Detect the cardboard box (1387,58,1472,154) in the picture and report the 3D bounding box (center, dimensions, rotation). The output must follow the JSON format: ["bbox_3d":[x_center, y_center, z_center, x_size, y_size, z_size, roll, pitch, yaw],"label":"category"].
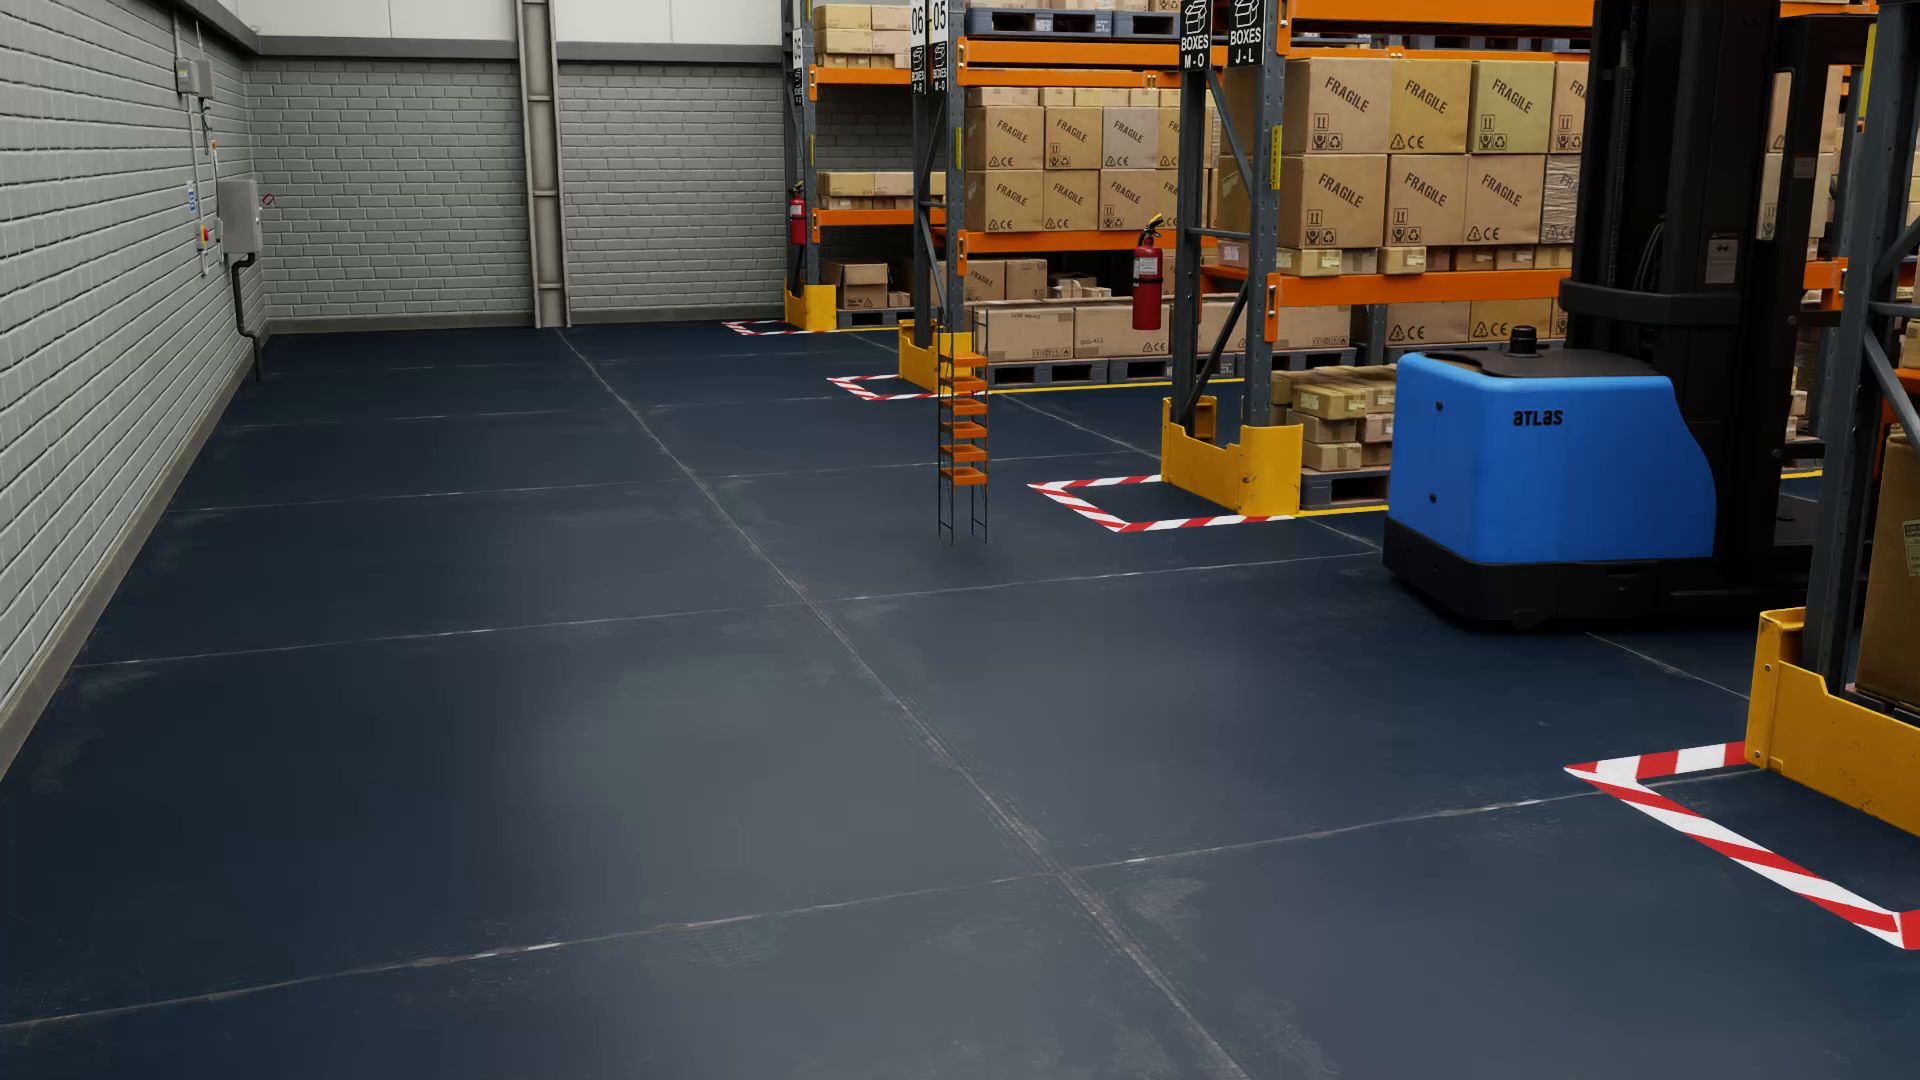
[{"bbox_3d":[2.477,-2.408,9.265,0.500,0.500,0.500,-4,14,-16],"label":"cardboard box"}]

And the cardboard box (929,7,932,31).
[{"bbox_3d":[-0.311,-5.707,18.271,0.500,0.250,0.500,-5,14,-19],"label":"cardboard box"}]

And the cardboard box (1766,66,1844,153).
[{"bbox_3d":[4.922,-2.596,10.054,0.500,0.500,0.500,-5,14,-20],"label":"cardboard box"}]

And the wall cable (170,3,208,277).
[{"bbox_3d":[-5.521,-2.881,12.010,0.123,1.953,0.585,-4,14,-18],"label":"wall cable"}]

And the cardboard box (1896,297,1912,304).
[{"bbox_3d":[6.398,-1.508,11.376,0.500,0.250,0.500,-4,14,-15],"label":"cardboard box"}]

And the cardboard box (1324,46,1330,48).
[{"bbox_3d":[4.324,-5.884,19.877,0.250,0.149,0.380,-4,14,-16],"label":"cardboard box"}]

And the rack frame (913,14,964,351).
[{"bbox_3d":[-0.184,-2.793,13.903,0.127,3.000,1.000,-4,14,-18],"label":"rack frame"}]

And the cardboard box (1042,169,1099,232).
[{"bbox_3d":[0.833,-2.858,13.958,0.500,0.500,0.500,-5,14,-19],"label":"cardboard box"}]

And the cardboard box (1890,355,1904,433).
[{"bbox_3d":[6.066,-0.995,10.836,0.500,0.500,0.500,-4,14,-16],"label":"cardboard box"}]

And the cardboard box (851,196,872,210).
[{"bbox_3d":[-1.146,-3.752,18.478,0.250,0.149,0.380,-4,14,-17],"label":"cardboard box"}]

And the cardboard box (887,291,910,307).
[{"bbox_3d":[-0.746,-2.746,18.958,0.250,0.149,0.380,-5,14,-20],"label":"cardboard box"}]

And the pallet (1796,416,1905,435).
[{"bbox_3d":[6.019,-0.711,11.176,1.213,0.211,1.003,-4,14,-18],"label":"pallet"}]

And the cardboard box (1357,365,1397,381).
[{"bbox_3d":[2.638,-0.974,10.225,0.250,0.149,0.380,-5,14,-20],"label":"cardboard box"}]

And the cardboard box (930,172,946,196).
[{"bbox_3d":[-0.298,-4.003,18.670,0.500,0.250,0.500,-5,14,-19],"label":"cardboard box"}]

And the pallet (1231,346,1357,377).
[{"bbox_3d":[2.861,-1.693,15.303,1.213,0.211,1.003,-4,14,-18],"label":"pallet"}]

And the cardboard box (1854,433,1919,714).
[{"bbox_3d":[3.557,0.145,5.235,0.875,0.875,0.875,-4,14,-18],"label":"cardboard box"}]

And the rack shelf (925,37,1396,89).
[{"bbox_3d":[1.711,-4.050,14.259,4.000,0.370,1.077,-4,14,-18],"label":"rack shelf"}]

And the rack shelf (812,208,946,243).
[{"bbox_3d":[0.125,-3.679,19.182,4.000,0.370,1.077,-4,14,-18],"label":"rack shelf"}]

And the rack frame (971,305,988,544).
[{"bbox_3d":[0.100,-0.592,8.537,0.006,1.200,0.240,-4,14,-18],"label":"rack frame"}]

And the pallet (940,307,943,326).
[{"bbox_3d":[0.211,-2.678,19.448,1.213,0.211,1.003,-4,14,-18],"label":"pallet"}]

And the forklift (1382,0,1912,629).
[{"bbox_3d":[3.548,-1.186,7.294,3.031,2.935,1.130,-2,14,-8],"label":"forklift"}]

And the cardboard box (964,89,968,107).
[{"bbox_3d":[0.092,-3.714,13.996,0.250,0.149,0.380,-4,14,-17],"label":"cardboard box"}]

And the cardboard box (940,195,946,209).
[{"bbox_3d":[-0.135,-3.807,18.710,0.250,0.149,0.380,-5,14,-20],"label":"cardboard box"}]

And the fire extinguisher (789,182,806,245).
[{"bbox_3d":[-1.763,-3.550,18.058,0.183,0.674,0.296,-4,14,-18],"label":"fire extinguisher"}]

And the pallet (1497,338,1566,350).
[{"bbox_3d":[5.472,-1.896,16.157,1.213,0.211,1.003,-4,14,-18],"label":"pallet"}]

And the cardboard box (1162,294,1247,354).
[{"bbox_3d":[2.129,-1.957,15.017,0.875,0.438,0.875,-5,14,-20],"label":"cardboard box"}]

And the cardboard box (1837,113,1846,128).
[{"bbox_3d":[8.858,-4.279,16.983,0.250,0.149,0.380,-5,14,-21],"label":"cardboard box"}]

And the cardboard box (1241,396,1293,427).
[{"bbox_3d":[1.899,-0.778,10.044,0.250,0.149,0.380,-5,14,-20],"label":"cardboard box"}]

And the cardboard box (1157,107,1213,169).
[{"bbox_3d":[1.807,-3.417,14.151,0.500,0.500,0.500,-4,14,-18],"label":"cardboard box"}]

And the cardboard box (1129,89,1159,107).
[{"bbox_3d":[1.475,-3.702,13.944,0.250,0.149,0.380,-4,14,-18],"label":"cardboard box"}]

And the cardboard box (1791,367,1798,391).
[{"bbox_3d":[5.027,-1.033,10.473,0.250,0.149,0.380,-4,14,-16],"label":"cardboard box"}]

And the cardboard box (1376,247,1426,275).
[{"bbox_3d":[2.402,-1.581,9.348,0.250,0.149,0.380,-5,14,-20],"label":"cardboard box"}]

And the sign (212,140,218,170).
[{"bbox_3d":[-6.231,-3.218,13.903,0.001,0.242,0.339,-4,14,-18],"label":"sign"}]

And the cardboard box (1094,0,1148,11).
[{"bbox_3d":[1.250,-4.561,13.924,0.500,0.311,0.500,-4,14,-17],"label":"cardboard box"}]

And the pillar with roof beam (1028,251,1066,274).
[{"bbox_3d":[2.446,-6.297,15.671,0.400,9.000,9.100,-4,14,-18],"label":"pillar with roof beam"}]

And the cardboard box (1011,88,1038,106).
[{"bbox_3d":[0.466,-3.644,13.702,0.250,0.149,0.380,-4,14,-17],"label":"cardboard box"}]

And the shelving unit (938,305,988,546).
[{"bbox_3d":[0.014,-0.585,8.508,0.189,1.200,0.258,-4,14,-18],"label":"shelving unit"}]

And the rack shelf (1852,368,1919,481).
[{"bbox_3d":[4.872,-0.417,5.469,4.000,0.370,1.077,-4,14,-18],"label":"rack shelf"}]

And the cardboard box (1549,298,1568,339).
[{"bbox_3d":[5.870,-2.456,16.171,0.875,0.875,0.875,-4,14,-17],"label":"cardboard box"}]

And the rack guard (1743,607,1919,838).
[{"bbox_3d":[2.954,0.598,5.047,0.348,0.500,1.175,-4,14,-18],"label":"rack guard"}]

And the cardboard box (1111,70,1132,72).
[{"bbox_3d":[1.774,-5.422,19.017,0.250,0.149,0.380,-5,14,-18],"label":"cardboard box"}]

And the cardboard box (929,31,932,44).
[{"bbox_3d":[-0.299,-5.462,18.324,0.500,0.250,0.500,-5,14,-20],"label":"cardboard box"}]

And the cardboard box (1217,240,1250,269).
[{"bbox_3d":[1.709,-1.679,9.761,0.250,0.149,0.380,-4,14,-18],"label":"cardboard box"}]

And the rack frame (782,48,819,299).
[{"bbox_3d":[-1.771,-3.881,18.478,0.127,3.000,1.000,-4,14,-18],"label":"rack frame"}]

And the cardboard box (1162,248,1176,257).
[{"bbox_3d":[2.445,-3.448,19.751,0.250,0.149,0.380,-4,14,-15],"label":"cardboard box"}]

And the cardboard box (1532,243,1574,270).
[{"bbox_3d":[3.364,-1.671,9.728,0.250,0.149,0.380,-4,14,-16],"label":"cardboard box"}]

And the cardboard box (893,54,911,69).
[{"bbox_3d":[-0.637,-5.227,18.196,0.250,0.149,0.380,-4,14,-17],"label":"cardboard box"}]

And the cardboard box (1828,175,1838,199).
[{"bbox_3d":[5.595,-2.309,10.862,0.250,0.149,0.380,-4,14,-16],"label":"cardboard box"}]

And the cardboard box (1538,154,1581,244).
[{"bbox_3d":[3.452,-1.998,9.702,0.500,0.500,0.500,-5,14,-20],"label":"cardboard box"}]

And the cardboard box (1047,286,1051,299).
[{"bbox_3d":[0.908,-2.965,19.879,0.250,0.149,0.380,-5,14,-19],"label":"cardboard box"}]

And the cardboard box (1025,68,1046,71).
[{"bbox_3d":[0.786,-5.357,18.741,0.250,0.149,0.380,-4,14,-16],"label":"cardboard box"}]

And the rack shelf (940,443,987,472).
[{"bbox_3d":[0.014,-0.425,8.546,0.180,0.103,0.258,-4,14,-18],"label":"rack shelf"}]

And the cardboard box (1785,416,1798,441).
[{"bbox_3d":[5.018,-0.724,10.456,0.250,0.149,0.380,-4,14,-17],"label":"cardboard box"}]

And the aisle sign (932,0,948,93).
[{"bbox_3d":[-0.160,-3.989,13.312,0.004,0.787,0.394,-4,14,-18],"label":"aisle sign"}]

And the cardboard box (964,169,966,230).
[{"bbox_3d":[0.188,-2.935,14.285,0.500,0.500,0.500,-4,14,-18],"label":"cardboard box"}]

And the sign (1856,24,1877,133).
[{"bbox_3d":[2.816,-1.418,5.108,0.005,0.325,0.100,-4,14,-18],"label":"sign"}]
